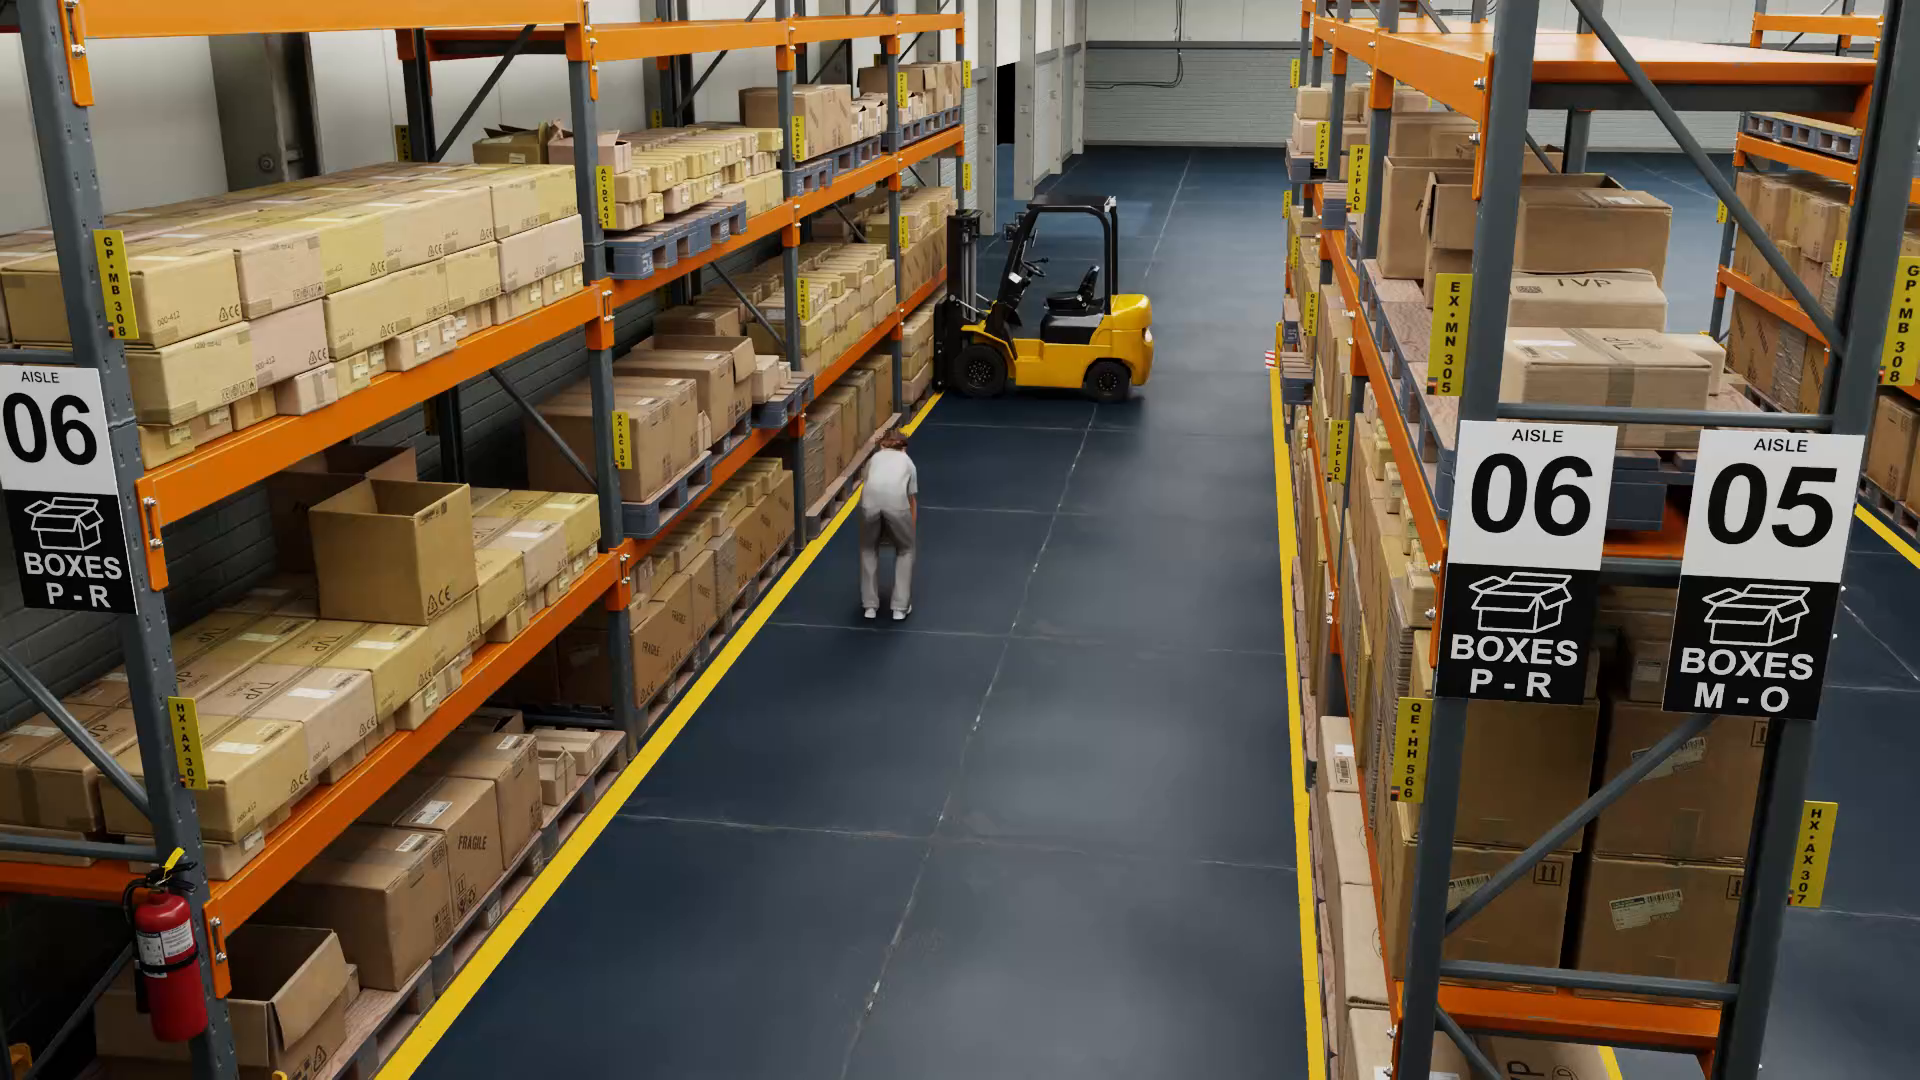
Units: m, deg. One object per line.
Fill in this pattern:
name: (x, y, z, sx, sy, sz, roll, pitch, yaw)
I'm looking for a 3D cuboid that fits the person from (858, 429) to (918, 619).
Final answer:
person: (-0.508, -0.122, 12.127, 0.414, 1.252, 0.834, 2, 18, 7)
